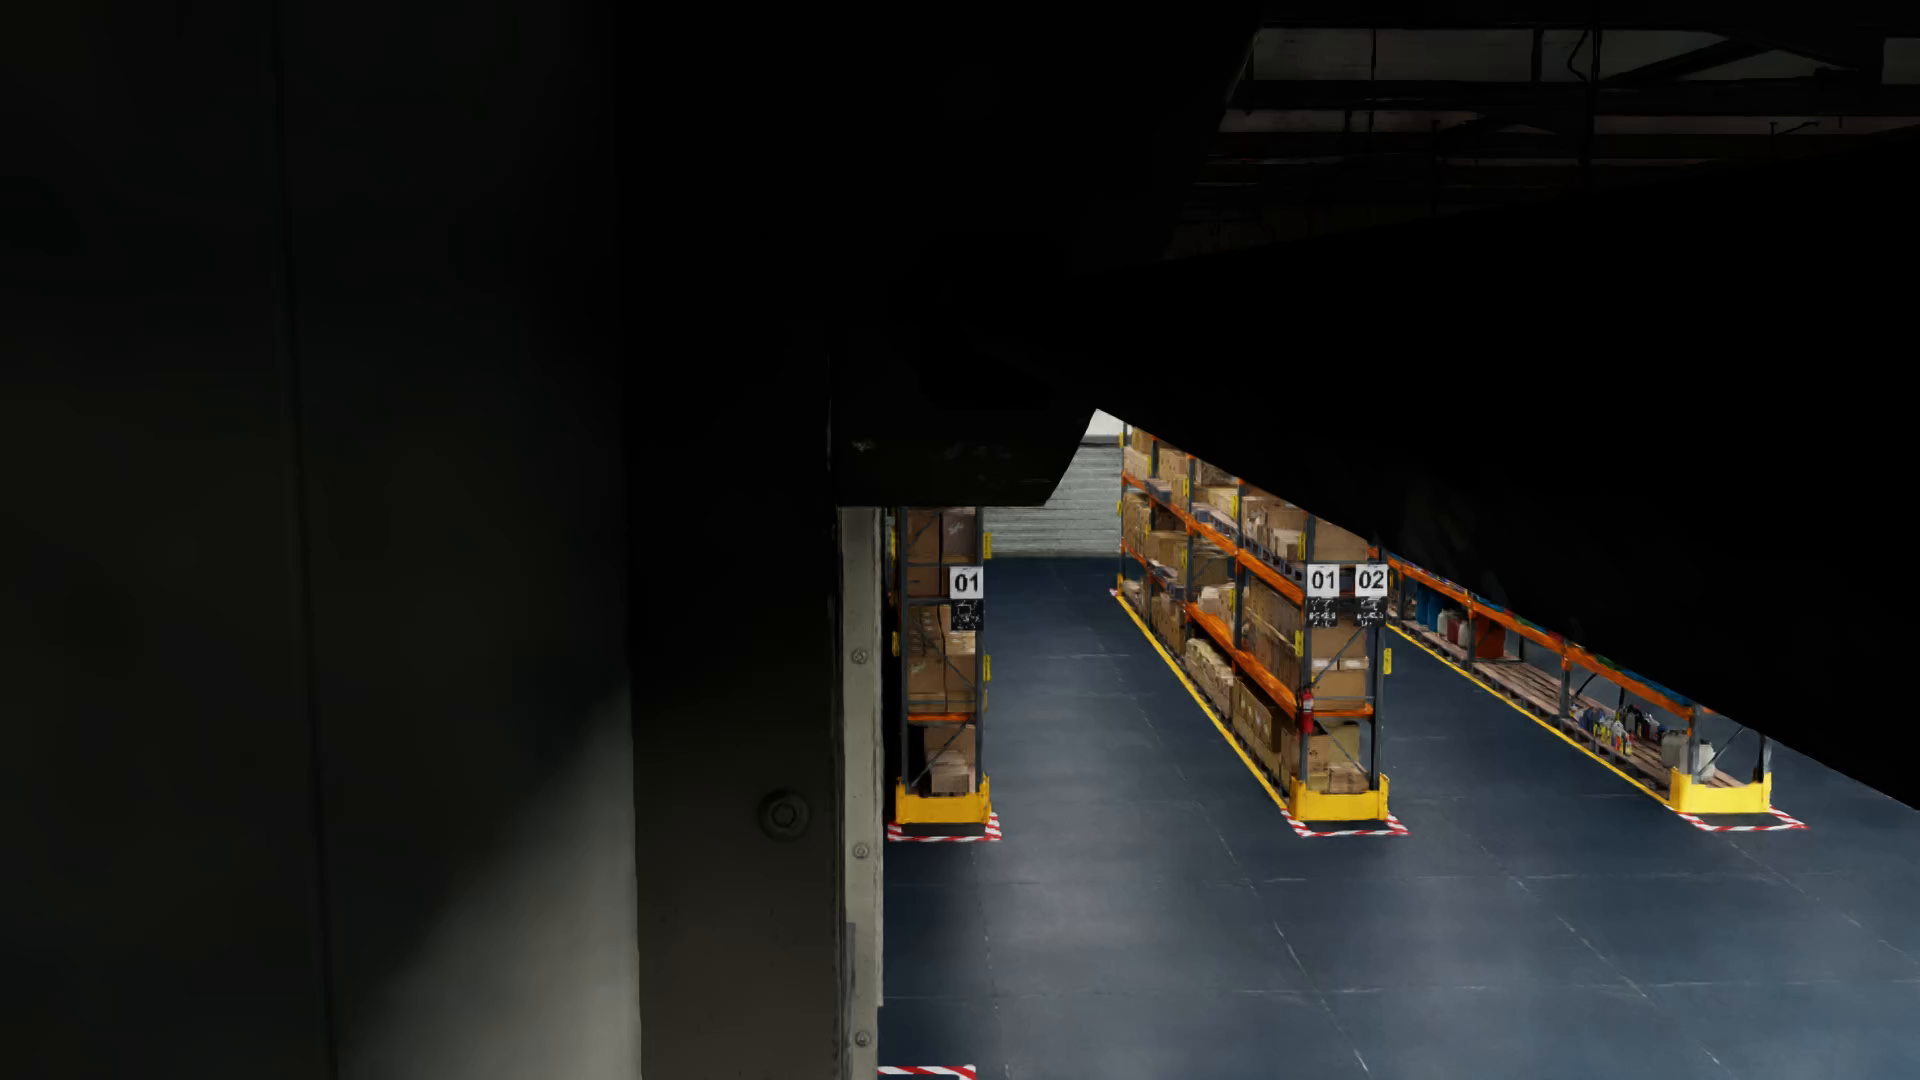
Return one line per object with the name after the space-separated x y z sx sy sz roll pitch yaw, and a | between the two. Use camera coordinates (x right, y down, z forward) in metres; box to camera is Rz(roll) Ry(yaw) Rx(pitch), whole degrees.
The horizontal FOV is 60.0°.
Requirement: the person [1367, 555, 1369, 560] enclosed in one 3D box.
9.081 0.176 38.013 0.474 1.663 0.654 8 11 44 | person
